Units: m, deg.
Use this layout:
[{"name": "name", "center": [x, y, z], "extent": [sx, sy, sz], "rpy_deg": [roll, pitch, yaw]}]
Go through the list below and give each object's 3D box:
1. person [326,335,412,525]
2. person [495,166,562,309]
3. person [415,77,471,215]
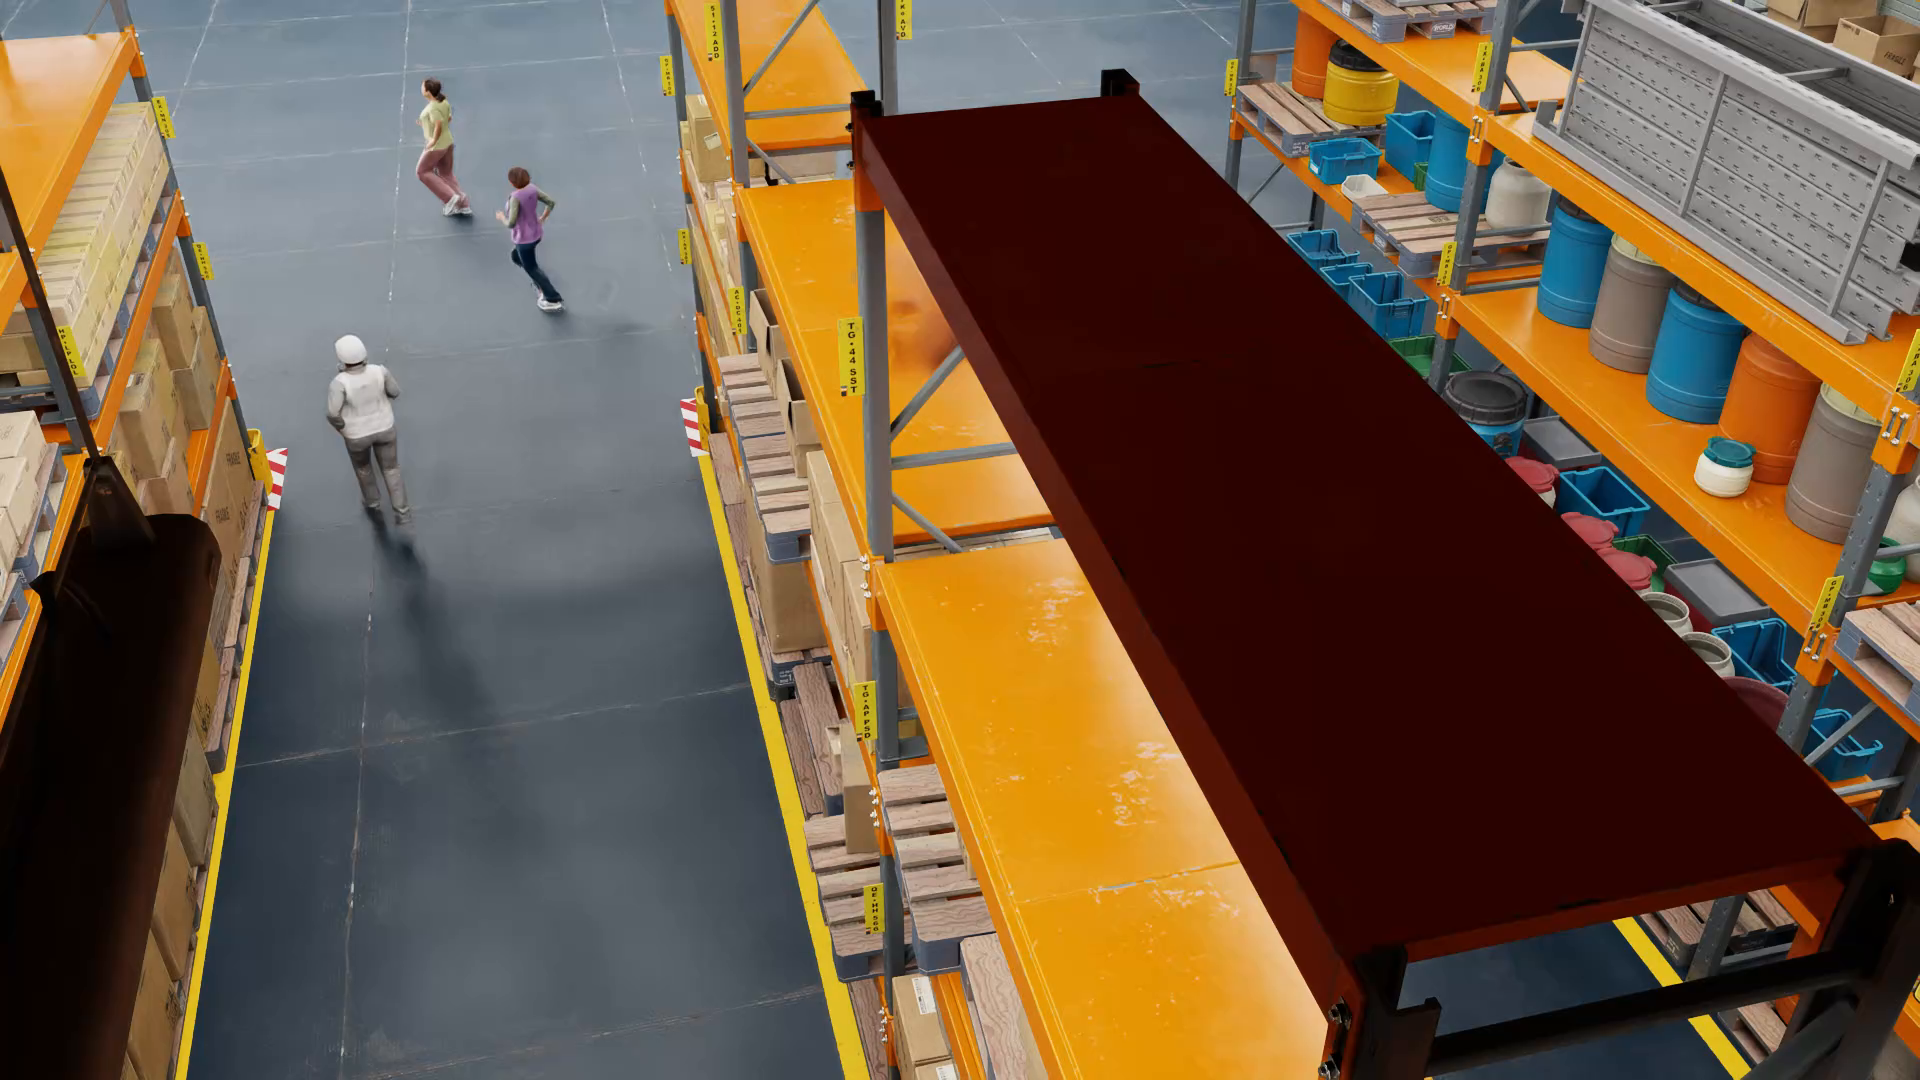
[{"name": "person", "center": [-4.918, -0.916, 13.812], "extent": [0.659, 1.776, 0.903], "rpy_deg": [-19, 39, -26]}, {"name": "person", "center": [-4.500, -3.147, 17.261], "extent": [0.635, 1.563, 0.509], "rpy_deg": [9, 35, 13]}, {"name": "person", "center": [-6.075, -4.565, 19.287], "extent": [0.583, 1.629, 0.559], "rpy_deg": [8, 35, 12]}]
